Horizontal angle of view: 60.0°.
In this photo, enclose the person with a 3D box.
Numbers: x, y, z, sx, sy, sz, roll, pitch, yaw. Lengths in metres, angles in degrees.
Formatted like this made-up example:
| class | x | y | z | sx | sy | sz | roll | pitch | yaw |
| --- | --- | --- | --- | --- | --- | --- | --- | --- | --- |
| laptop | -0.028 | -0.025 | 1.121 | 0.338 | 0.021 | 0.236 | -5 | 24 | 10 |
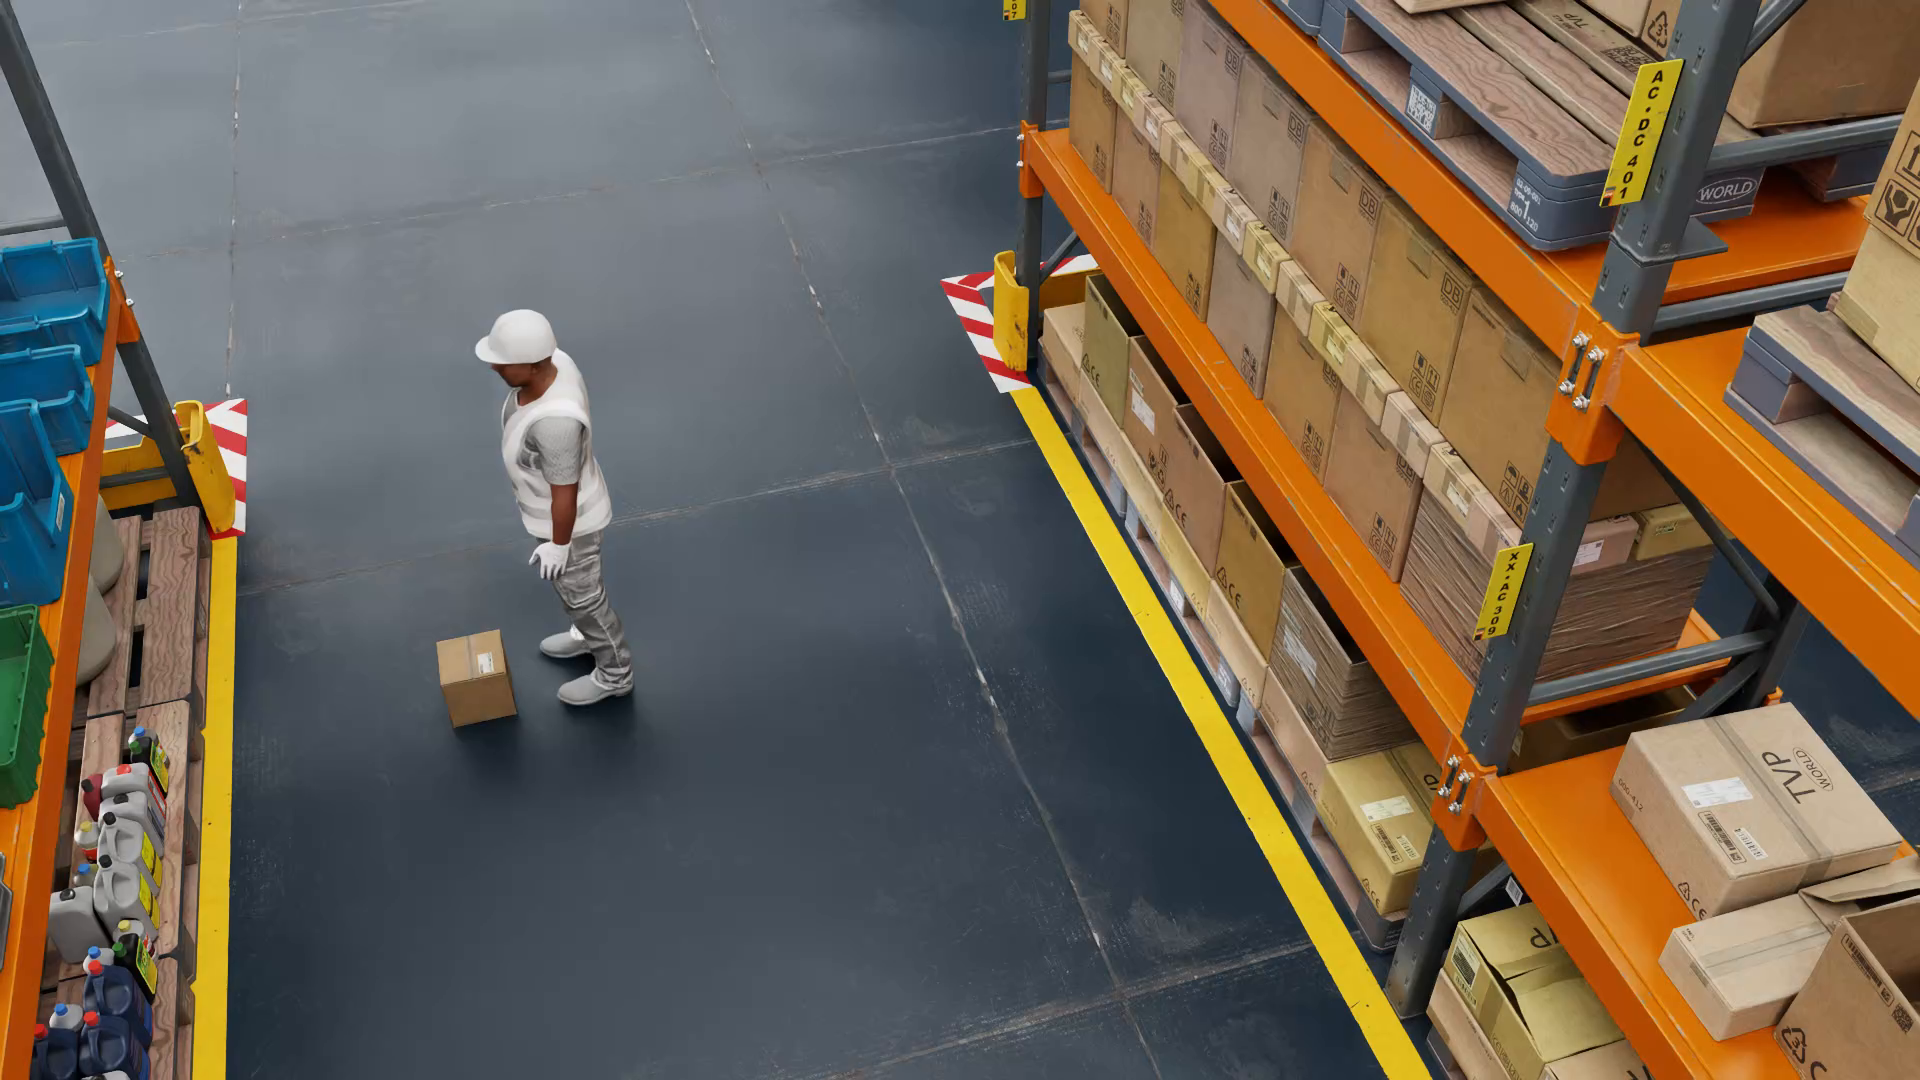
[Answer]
| class | x | y | z | sx | sy | sz | roll | pitch | yaw |
| --- | --- | --- | --- | --- | --- | --- | --- | --- | --- |
| person | -1.511 | -0.107 | 6.263 | 0.390 | 1.787 | 0.550 | -11 | 43 | -12 |
